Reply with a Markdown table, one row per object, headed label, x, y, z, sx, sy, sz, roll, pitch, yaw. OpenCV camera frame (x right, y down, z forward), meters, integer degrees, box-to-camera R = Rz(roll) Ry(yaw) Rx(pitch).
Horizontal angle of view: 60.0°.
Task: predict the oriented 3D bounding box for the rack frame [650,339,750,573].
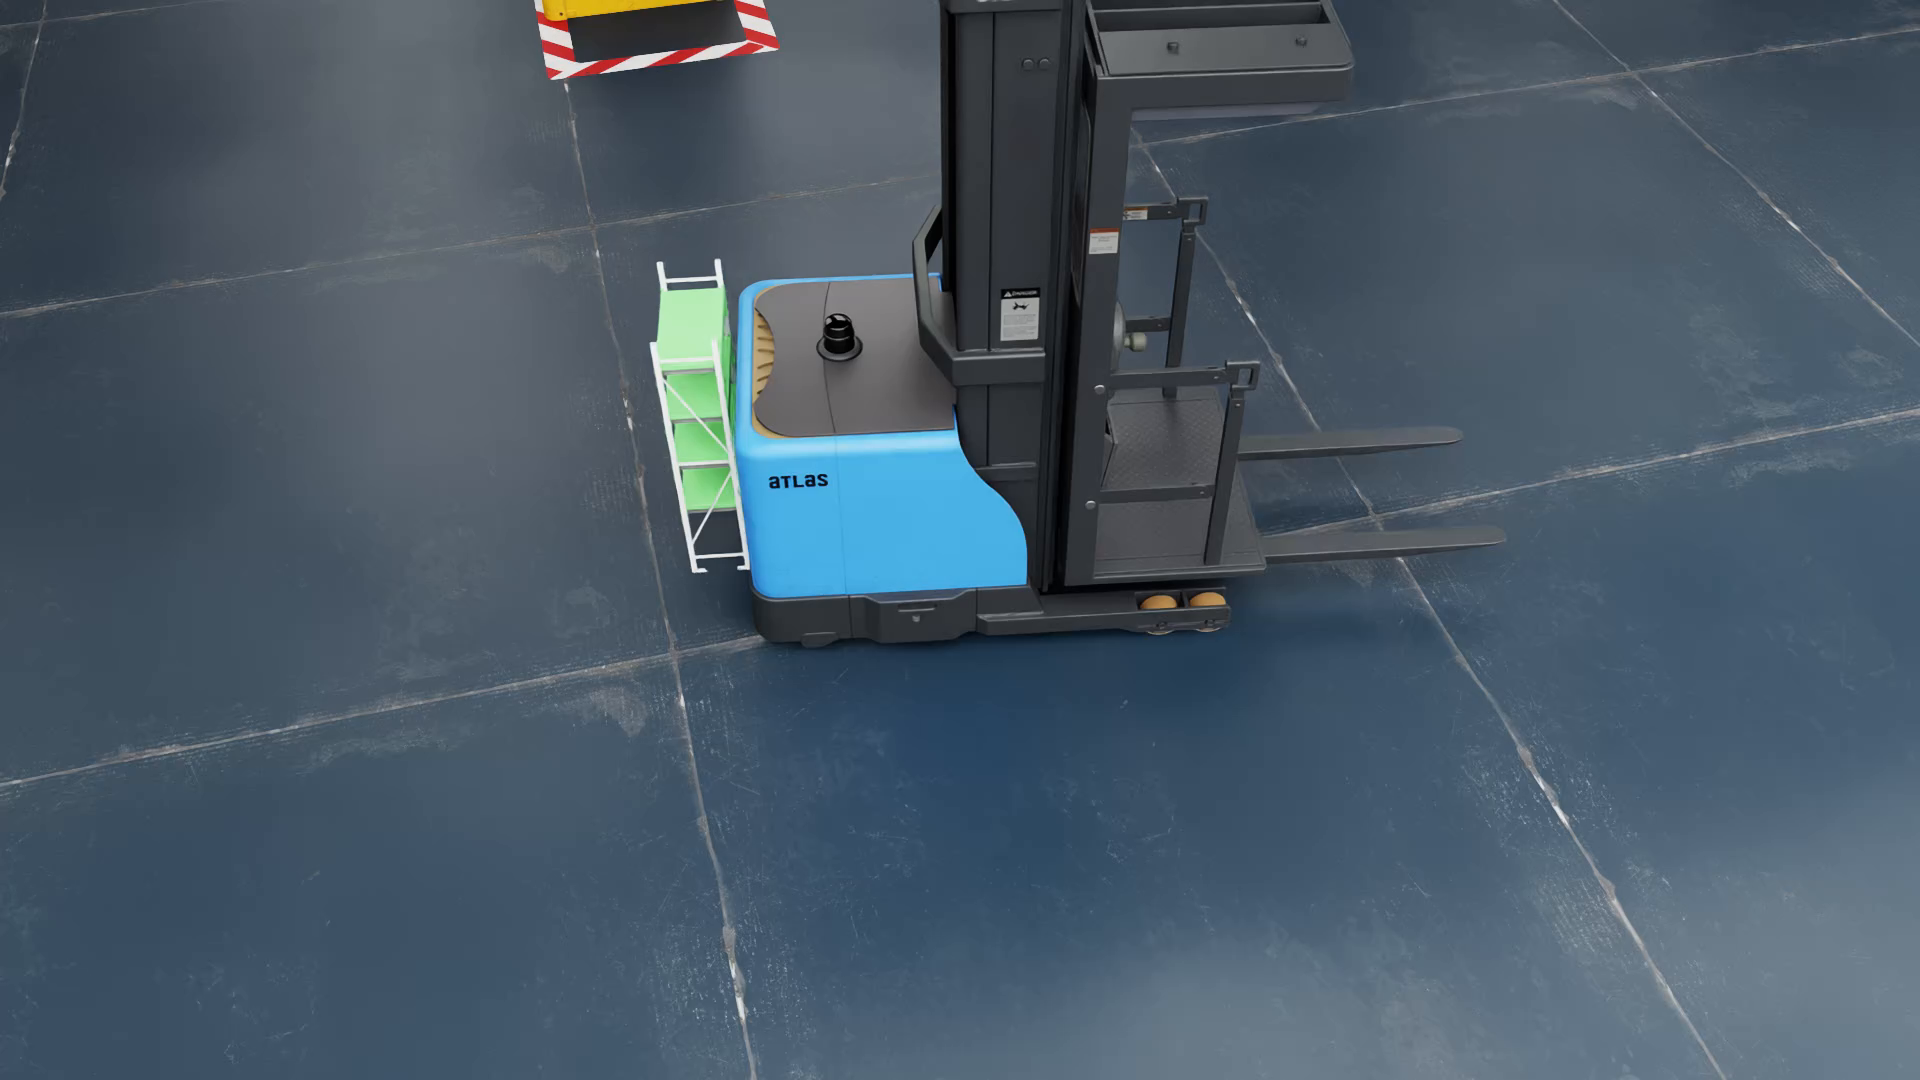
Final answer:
| label | x | y | z | sx | sy | sz | roll | pitch | yaw |
| --- | --- | --- | --- | --- | --- | --- | --- | --- | --- |
| rack frame | -0.993 | -0.297 | 6.449 | 0.240 | 1.200 | 0.015 | -4 | 46 | -3 |

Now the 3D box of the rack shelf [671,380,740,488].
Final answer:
| label | x | y | z | sx | sy | sz | roll | pitch | yaw |
| --- | --- | --- | --- | --- | --- | --- | --- | --- | --- |
| rack shelf | -1.011 | -0.426 | 6.665 | 0.258 | 0.148 | 0.480 | -4 | 46 | -3 |

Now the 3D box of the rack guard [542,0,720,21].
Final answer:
| label | x | y | z | sx | sy | sz | roll | pitch | yaw |
| --- | --- | --- | --- | --- | --- | --- | --- | --- | --- |
| rack guard | -1.987 | -3.538 | 10.118 | 1.175 | 0.500 | 0.348 | -11 | 47 | -10 |

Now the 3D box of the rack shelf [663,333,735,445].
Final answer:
| label | x | y | z | sx | sy | sz | roll | pitch | yaw |
| --- | --- | --- | --- | --- | --- | --- | --- | --- | --- |
| rack shelf | -1.014 | -0.594 | 6.494 | 0.258 | 0.148 | 0.480 | -4 | 46 | -3 |

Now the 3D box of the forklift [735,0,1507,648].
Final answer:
| label | x | y | z | sx | sy | sz | roll | pitch | yaw |
| --- | --- | --- | --- | --- | --- | --- | --- | --- | --- |
| forklift | 0.668 | -1.025 | 5.953 | 3.031 | 2.935 | 1.130 | -3 | 46 | -3 |

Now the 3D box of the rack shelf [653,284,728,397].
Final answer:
| label | x | y | z | sx | sy | sz | roll | pitch | yaw |
| --- | --- | --- | --- | --- | --- | --- | --- | --- | --- |
| rack shelf | -1.017 | -0.762 | 6.322 | 0.258 | 0.148 | 0.480 | -4 | 46 | -3 |

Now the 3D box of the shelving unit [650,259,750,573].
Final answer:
| label | x | y | z | sx | sy | sz | roll | pitch | yaw |
| --- | --- | --- | --- | --- | --- | --- | --- | --- | --- |
| shelving unit | -1.012 | -0.471 | 6.620 | 0.258 | 1.200 | 0.503 | -4 | 46 | -3 |

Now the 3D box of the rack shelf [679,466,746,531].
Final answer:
| label | x | y | z | sx | sy | sz | roll | pitch | yaw |
| --- | --- | --- | --- | --- | --- | --- | --- | --- | --- |
| rack shelf | -1.008 | -0.259 | 6.837 | 0.258 | 0.148 | 0.480 | -4 | 46 | -3 |

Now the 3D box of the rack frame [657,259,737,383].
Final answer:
| label | x | y | z | sx | sy | sz | roll | pitch | yaw |
| --- | --- | --- | --- | --- | --- | --- | --- | --- | --- |
| rack frame | -1.031 | -0.645 | 6.790 | 0.240 | 1.200 | 0.015 | -4 | 46 | -3 |
